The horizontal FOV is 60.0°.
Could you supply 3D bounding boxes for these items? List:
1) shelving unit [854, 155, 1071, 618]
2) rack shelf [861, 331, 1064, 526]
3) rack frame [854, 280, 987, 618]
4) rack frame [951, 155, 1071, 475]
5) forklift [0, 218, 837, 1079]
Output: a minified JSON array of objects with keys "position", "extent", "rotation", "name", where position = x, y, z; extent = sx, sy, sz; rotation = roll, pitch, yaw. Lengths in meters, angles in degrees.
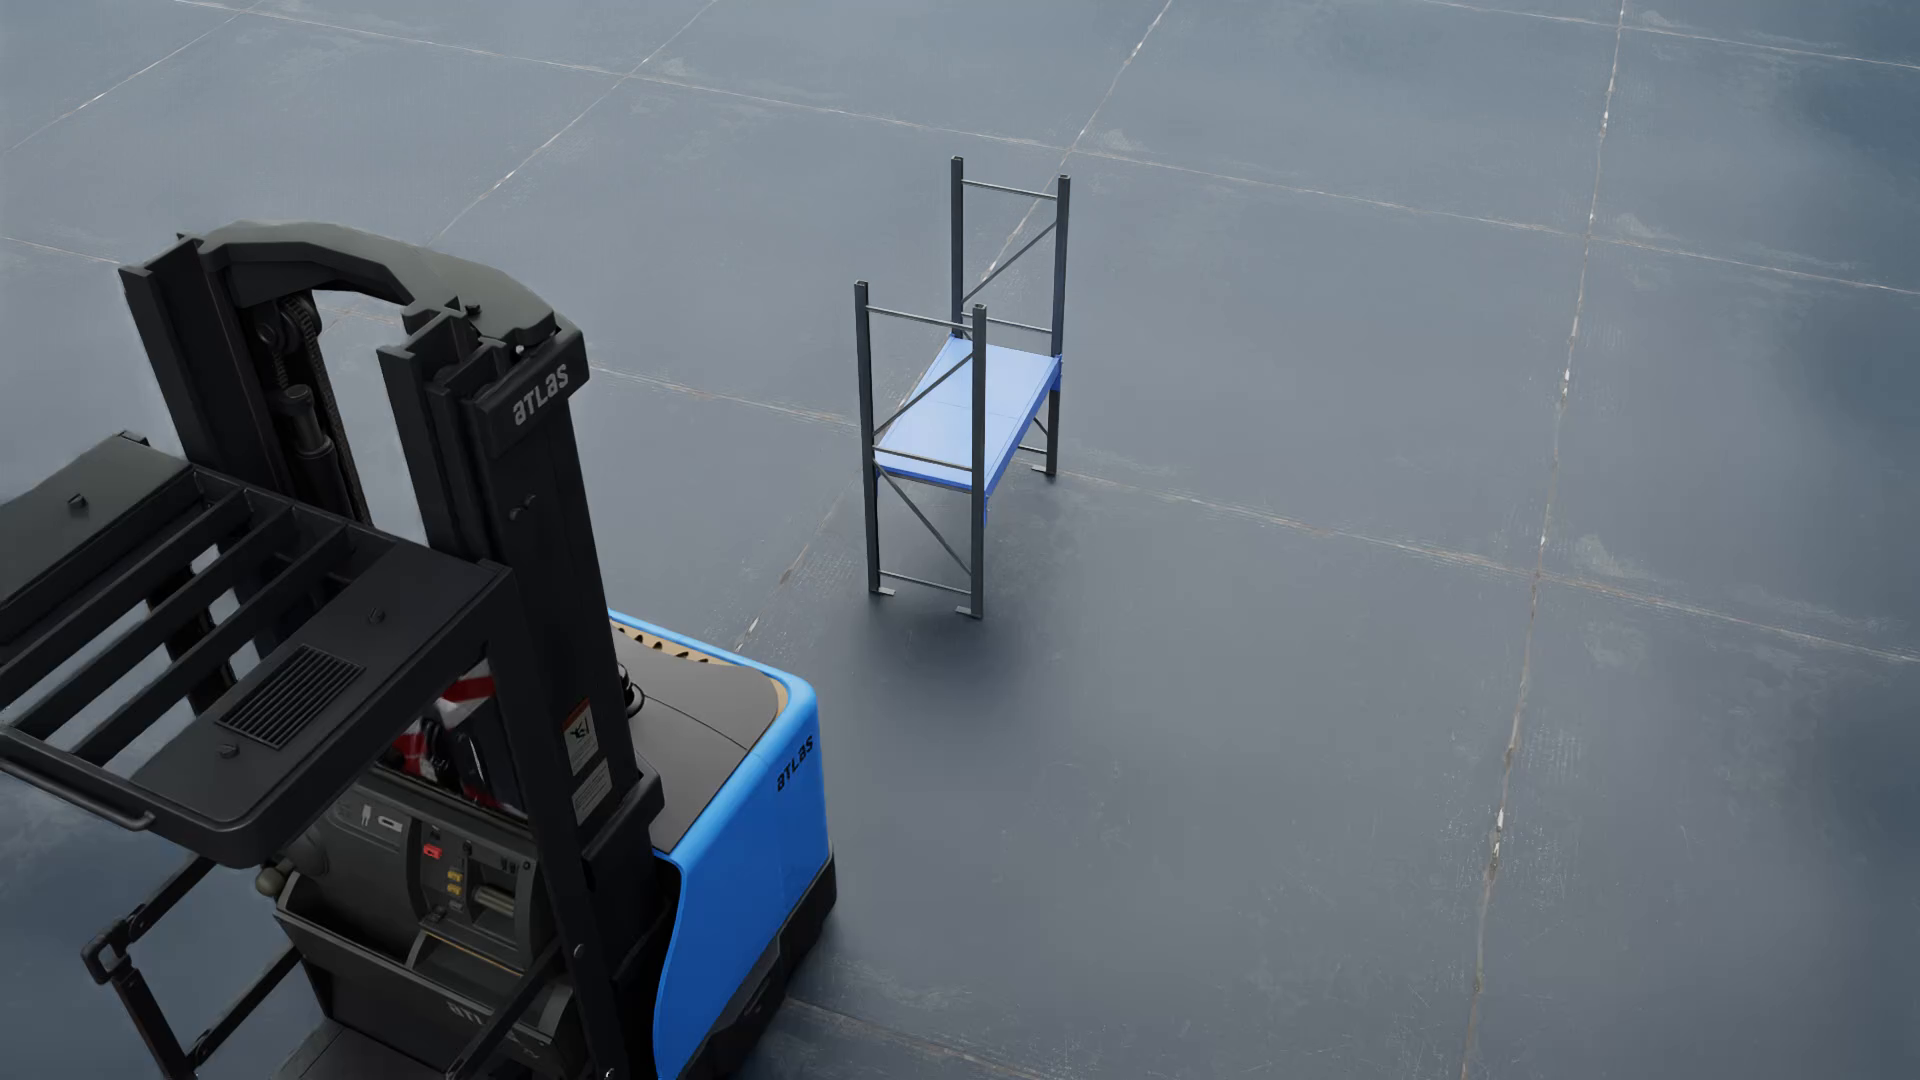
[{"position":[0.029,-0.623,6.824],"extent":[0.538,1.500,1.048],"rotation":[13,42,15],"name":"shelving unit"},{"position":[0.029,-0.486,6.941],"extent":[0.538,0.185,1.000],"rotation":[13,42,15],"name":"rack shelf"},{"position":[-0.145,-0.313,6.461],"extent":[0.500,1.500,0.032],"rotation":[13,42,15],"name":"rack frame"},{"position":[0.203,-0.933,7.188],"extent":[0.500,1.500,0.032],"rotation":[13,42,15],"name":"rack frame"},{"position":[-1.521,0.863,3.981],"extent":[1.130,2.935,3.031],"rotation":[18,43,19],"name":"forklift"}]
